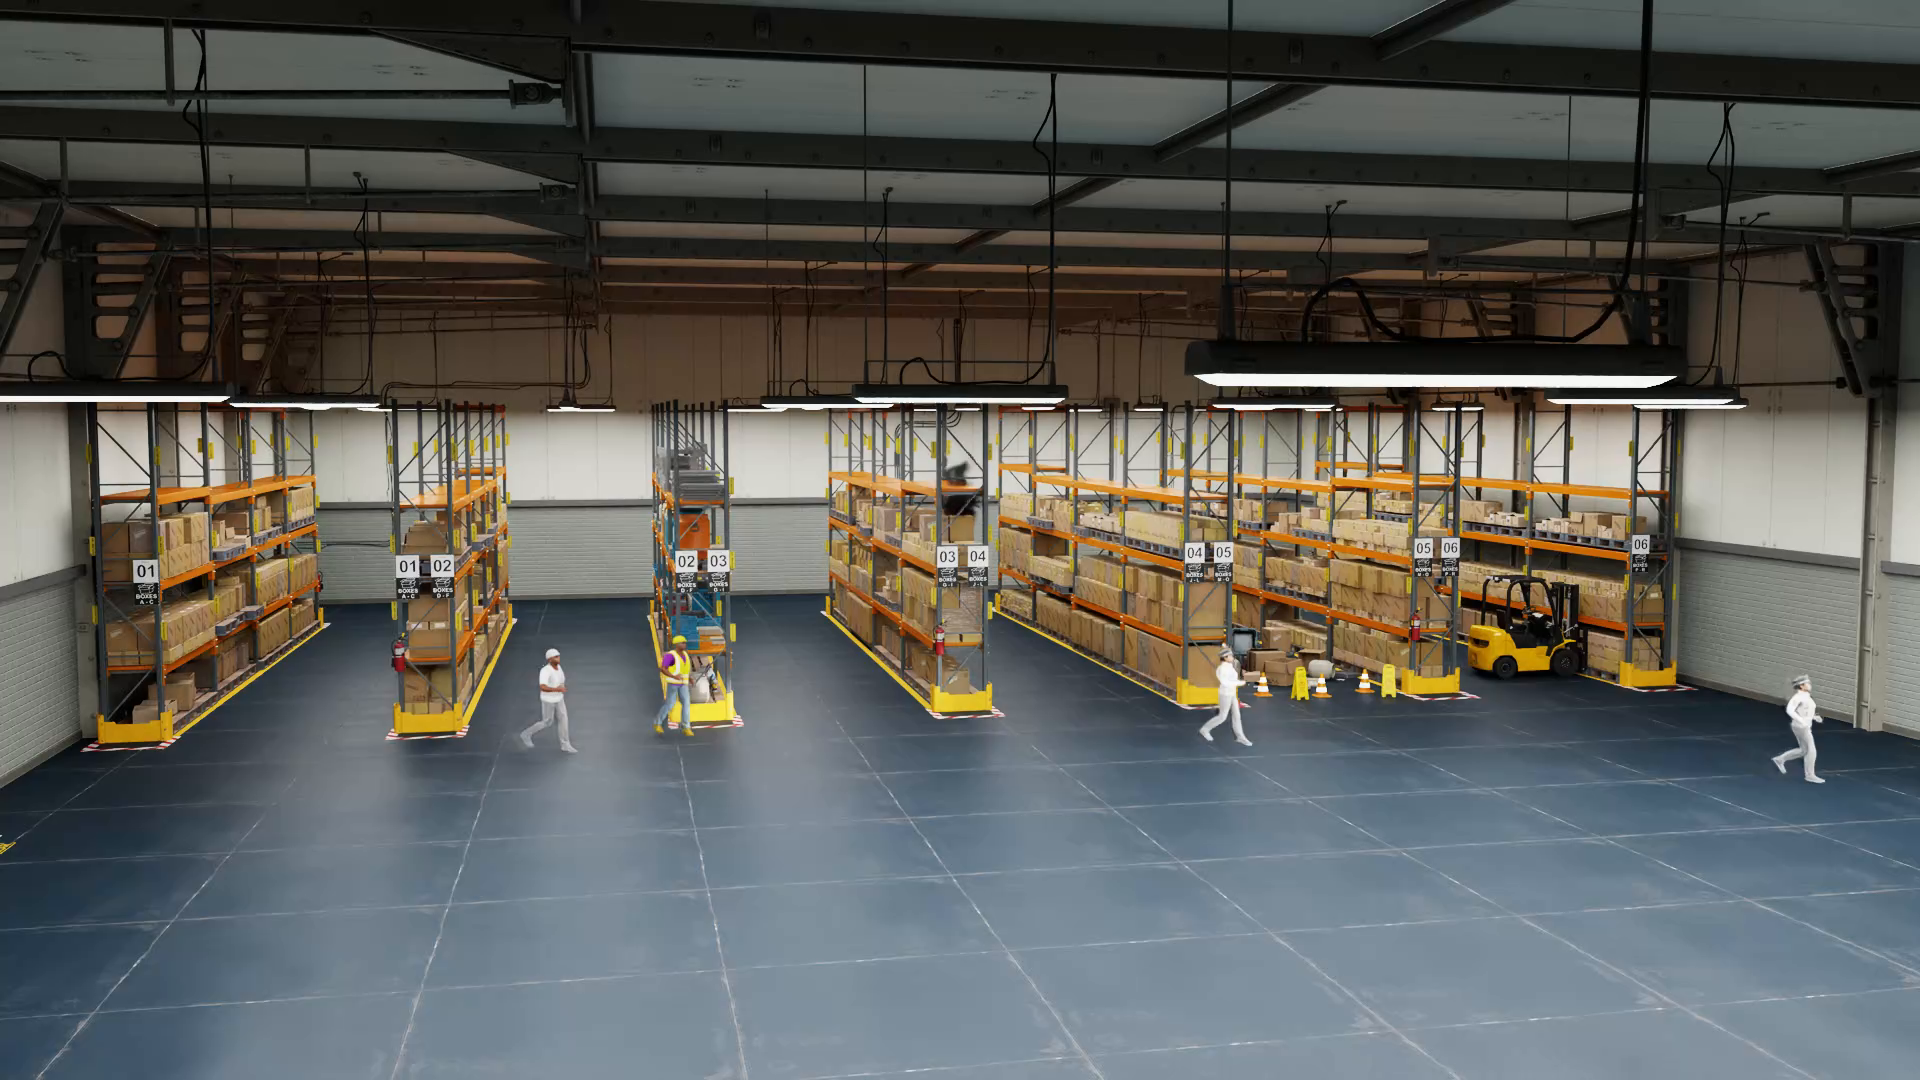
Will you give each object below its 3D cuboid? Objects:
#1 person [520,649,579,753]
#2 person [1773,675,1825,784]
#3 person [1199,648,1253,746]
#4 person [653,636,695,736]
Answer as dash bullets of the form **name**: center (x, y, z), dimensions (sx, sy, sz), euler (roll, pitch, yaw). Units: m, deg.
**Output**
- **person**: center (-6.936, 2.720, 28.145), dimensions (0.975, 1.771, 0.710), euler (1, 4, 15)
- **person**: center (13.104, 2.927, 25.926), dimensions (0.745, 1.677, 0.627), euler (3, 5, 36)
- **person**: center (4.598, 2.693, 28.684), dimensions (0.920, 1.701, 0.612), euler (2, 5, 22)
- **person**: center (-4.995, 2.586, 29.718), dimensions (0.909, 1.745, 0.757), euler (3, 5, 38)
